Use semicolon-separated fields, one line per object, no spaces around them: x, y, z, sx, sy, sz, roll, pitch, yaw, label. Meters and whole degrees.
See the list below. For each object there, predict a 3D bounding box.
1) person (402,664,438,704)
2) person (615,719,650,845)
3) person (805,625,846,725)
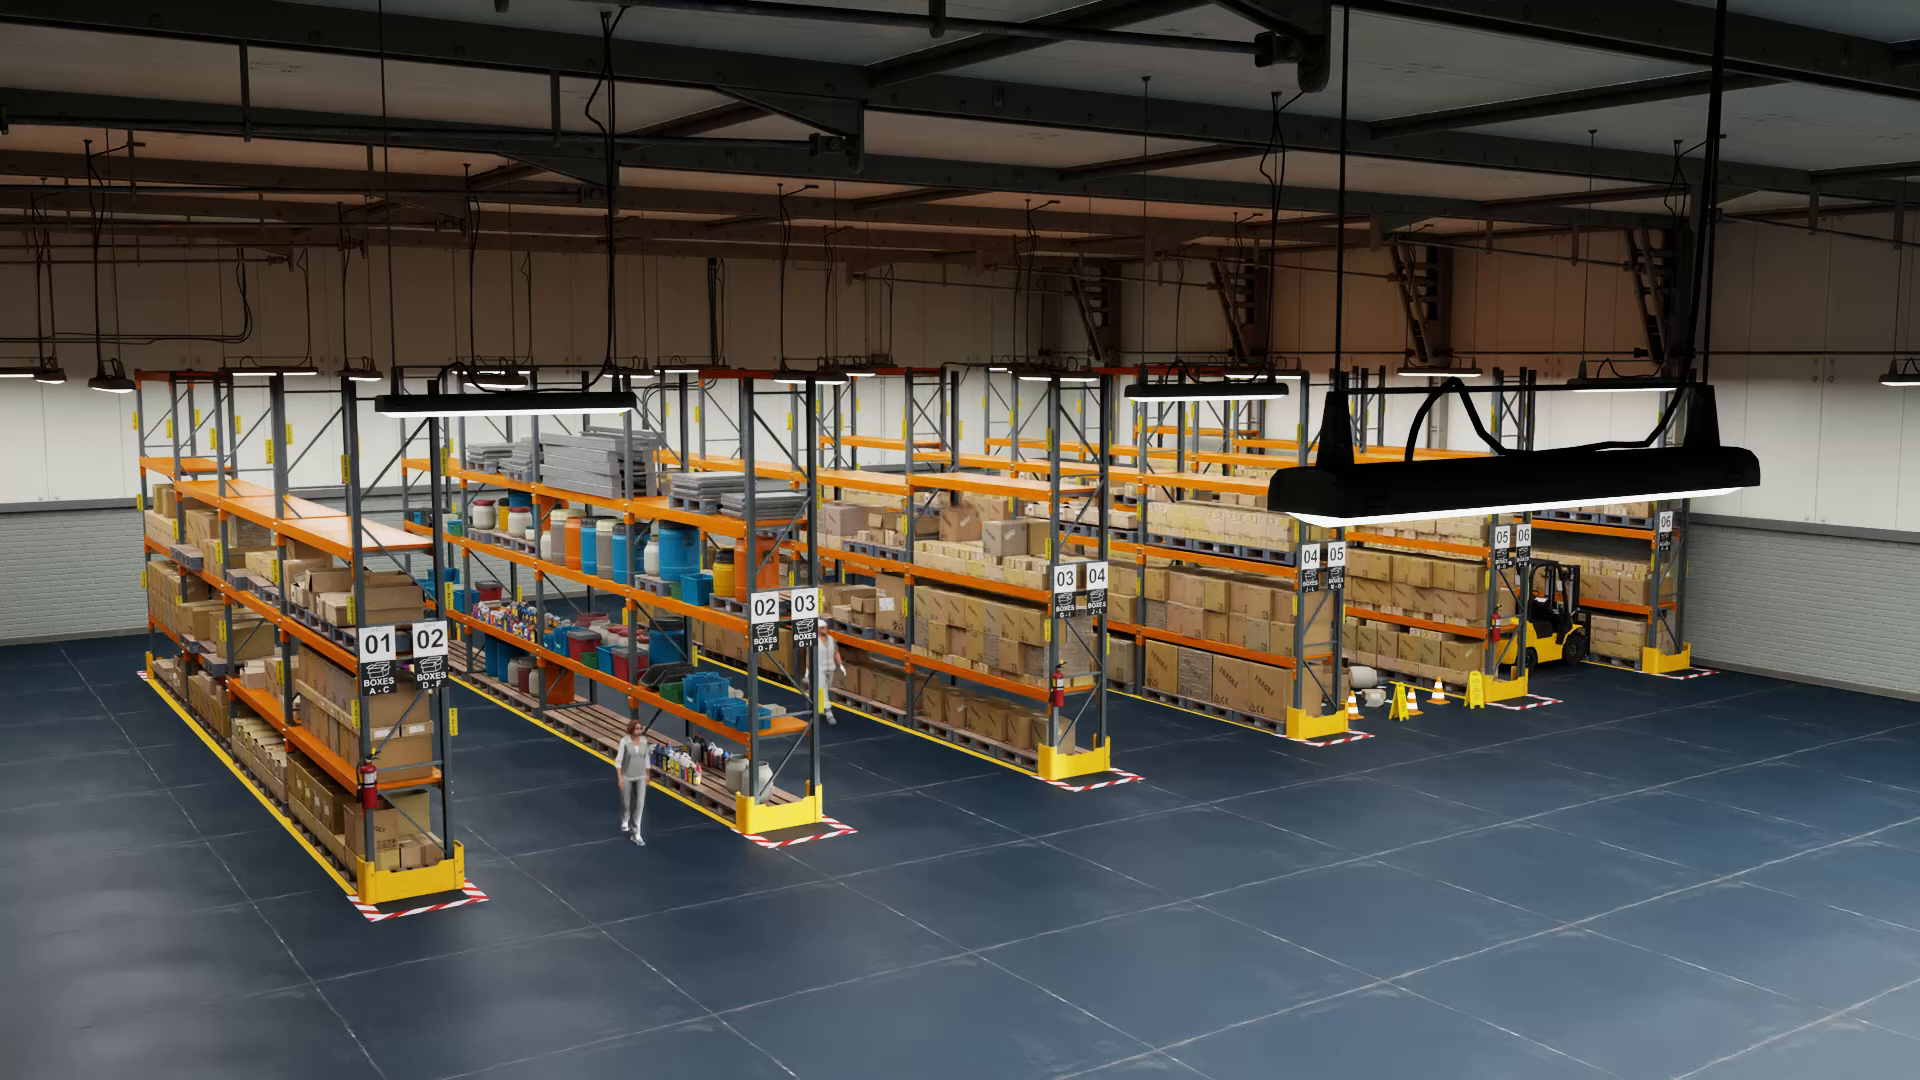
-8.614;2.460;26.541;0.658;1.695;1.067;-6;9;-42;person
-4.252;3.120;21.672;0.500;1.585;0.709;-4;7;-29;person
-2.302;2.295;28.507;0.647;1.599;1.061;-4;8;-31;person
